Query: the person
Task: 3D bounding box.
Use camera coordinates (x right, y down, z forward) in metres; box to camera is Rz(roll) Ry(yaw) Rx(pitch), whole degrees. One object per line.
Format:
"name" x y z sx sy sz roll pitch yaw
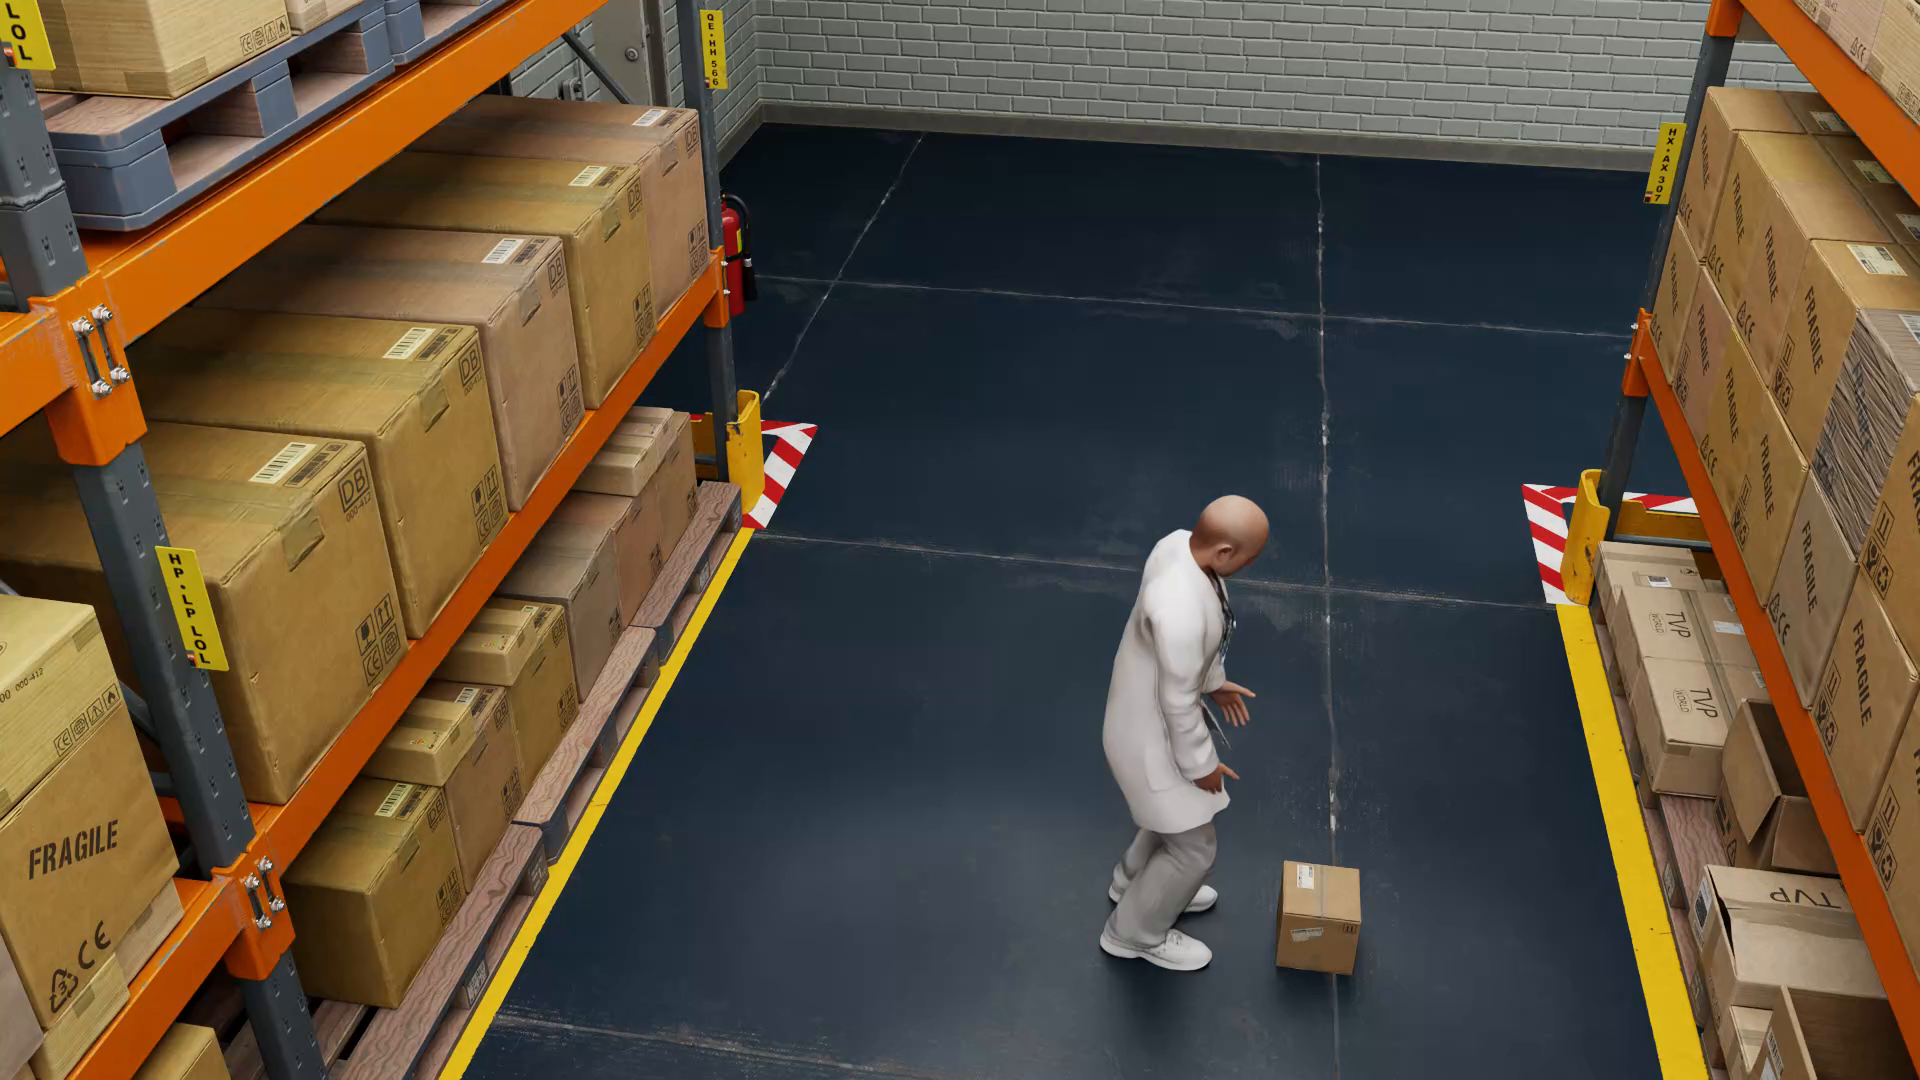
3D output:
"person" 0.693 0.597 5.285 0.466 1.693 0.599 6 32 9
